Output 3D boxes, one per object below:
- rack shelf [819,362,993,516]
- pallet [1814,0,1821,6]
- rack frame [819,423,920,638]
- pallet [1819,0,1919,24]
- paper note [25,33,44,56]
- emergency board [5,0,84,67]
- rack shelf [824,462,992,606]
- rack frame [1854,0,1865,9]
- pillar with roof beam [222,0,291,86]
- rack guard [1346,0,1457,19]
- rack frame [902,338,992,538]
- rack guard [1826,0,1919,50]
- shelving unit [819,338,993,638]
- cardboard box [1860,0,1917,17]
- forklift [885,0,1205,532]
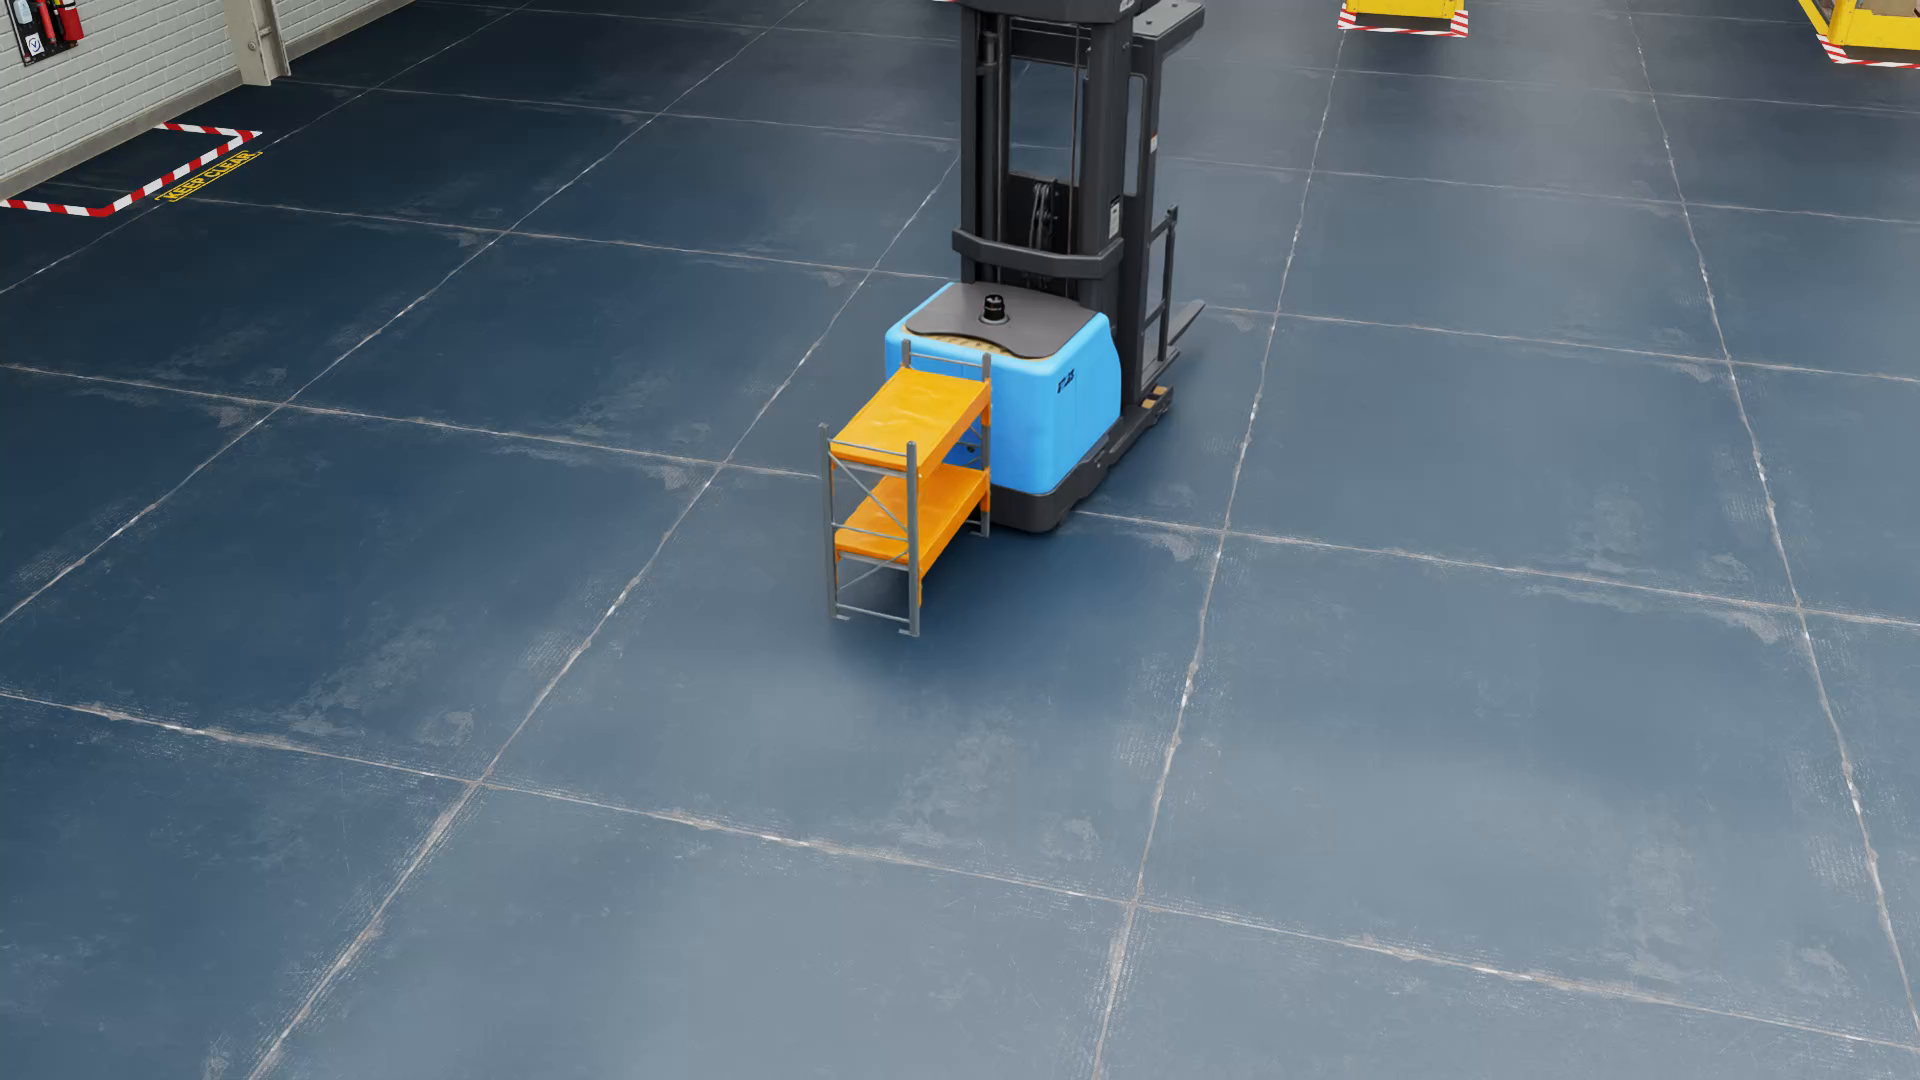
[{"bbox_3d":[-0.258,-0.534,8.496,0.538,0.278,1.000,12,34,18],"label":"rack shelf"},{"bbox_3d":[10.281,-6.336,19.019,1.003,0.211,1.213,8,33,12],"label":"pallet"},{"bbox_3d":[-0.443,-0.033,8.254,0.500,1.125,0.032,12,34,18],"label":"rack frame"},{"bbox_3d":[9.969,-5.704,18.026,1.003,0.211,1.213,8,33,12],"label":"pallet"},{"bbox_3d":[-7.621,-4.084,13.700,0.016,0.148,0.142,8,33,12],"label":"paper note"},{"bbox_3d":[-7.510,-4.538,13.593,0.194,1.169,0.643,8,33,12],"label":"emergency board"},{"bbox_3d":[-0.258,-0.081,8.784,0.538,0.278,1.000,12,34,18],"label":"rack shelf"},{"bbox_3d":[9.710,-6.425,16.561,1.000,3.000,0.127,8,33,12],"label":"rack frame"},{"bbox_3d":[-2.681,-7.761,13.071,9.100,9.000,0.400,8,33,12],"label":"pillar with roof beam"},{"bbox_3d":[4.893,-6.090,18.364,1.175,0.500,0.348,8,33,12],"label":"rack guard"},{"bbox_3d":[-0.072,-0.541,9.053,0.500,1.125,0.032,12,34,18],"label":"rack frame"},{"bbox_3d":[9.729,-5.410,17.293,1.175,0.500,0.348,8,33,12],"label":"rack guard"},{"bbox_3d":[-0.258,-0.287,8.653,0.538,1.125,1.048,12,34,18],"label":"shelving unit"},{"bbox_3d":[9.884,-5.869,17.625,0.500,0.500,0.500,14,35,21],"label":"cardboard box"},{"bbox_3d":[0.695,-2.048,9.740,1.130,2.935,3.031,15,36,23],"label":"forklift"}]
